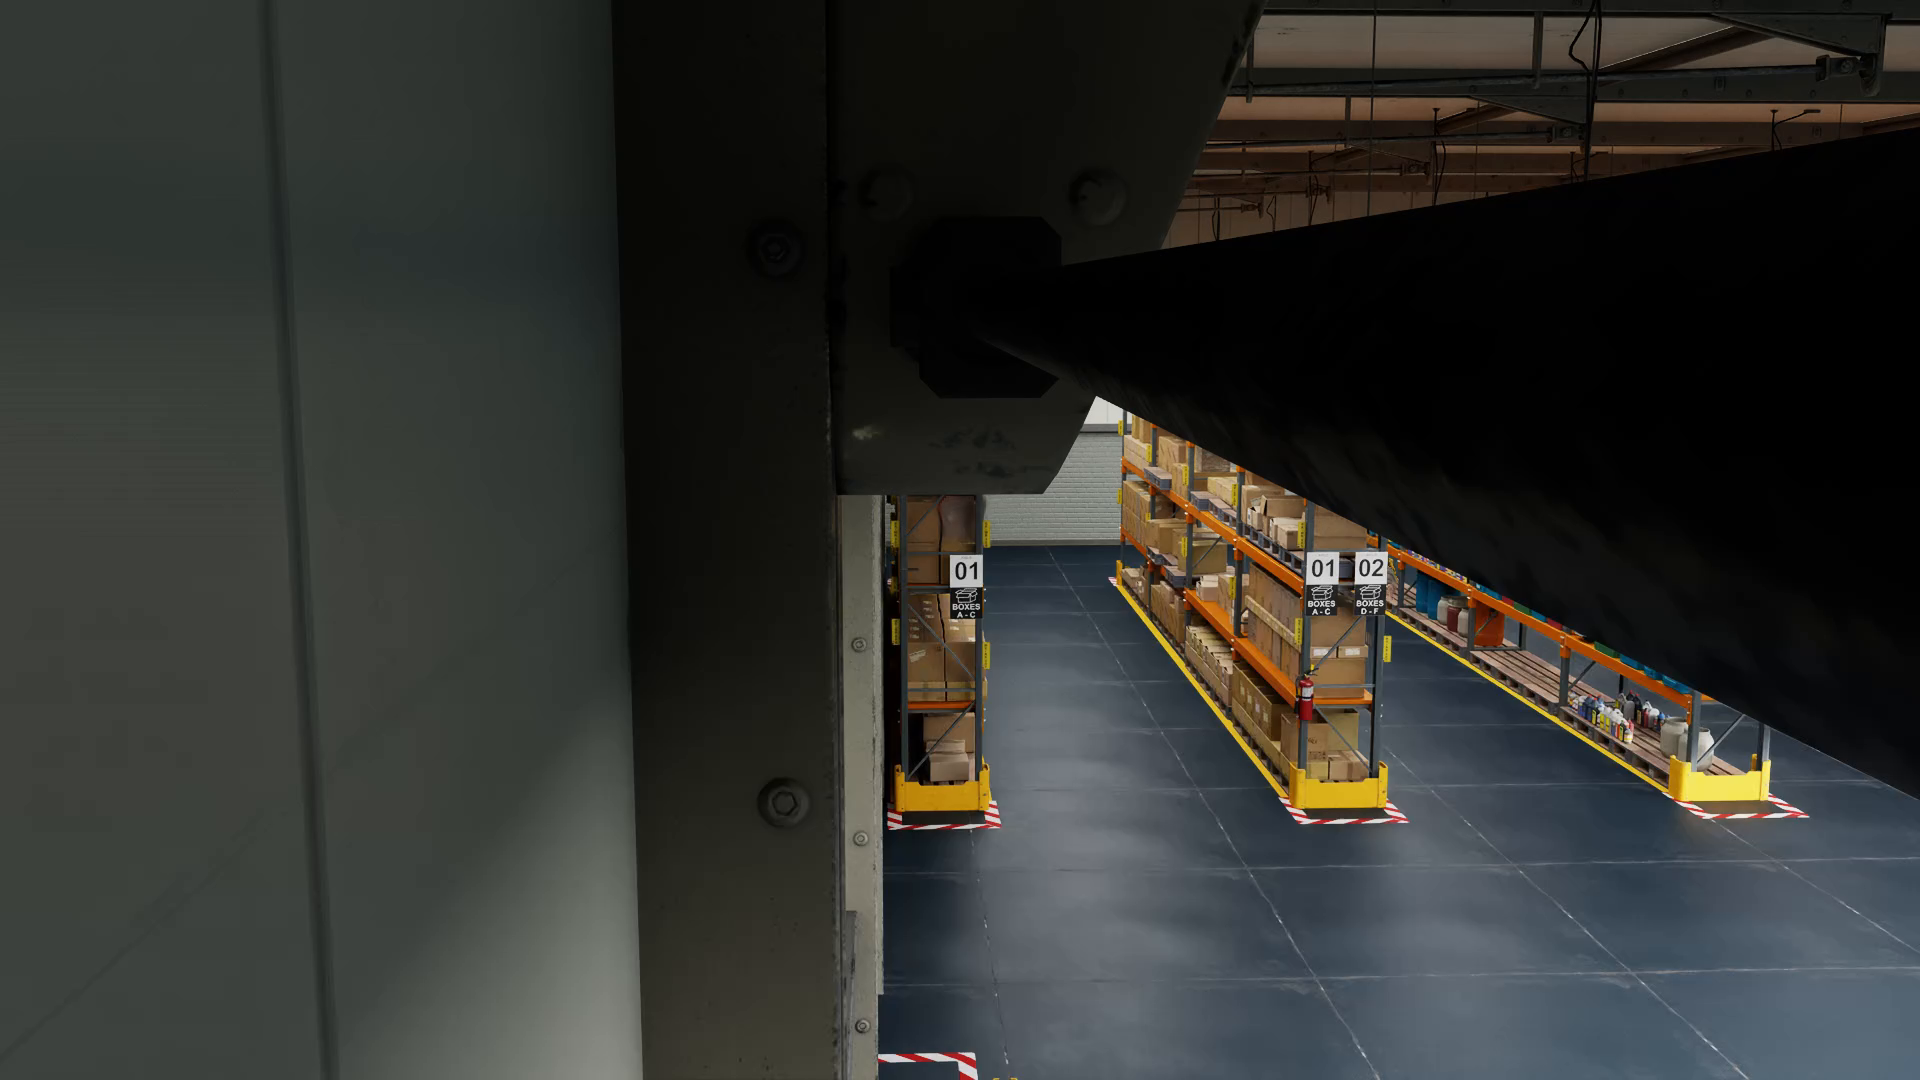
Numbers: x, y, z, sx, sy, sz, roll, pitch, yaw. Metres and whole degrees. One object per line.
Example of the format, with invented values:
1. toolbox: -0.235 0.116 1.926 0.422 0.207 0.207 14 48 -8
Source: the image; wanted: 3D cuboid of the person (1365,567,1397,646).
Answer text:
1. person: 7.525 1.093 29.868 0.638 1.698 0.653 1 8 4
